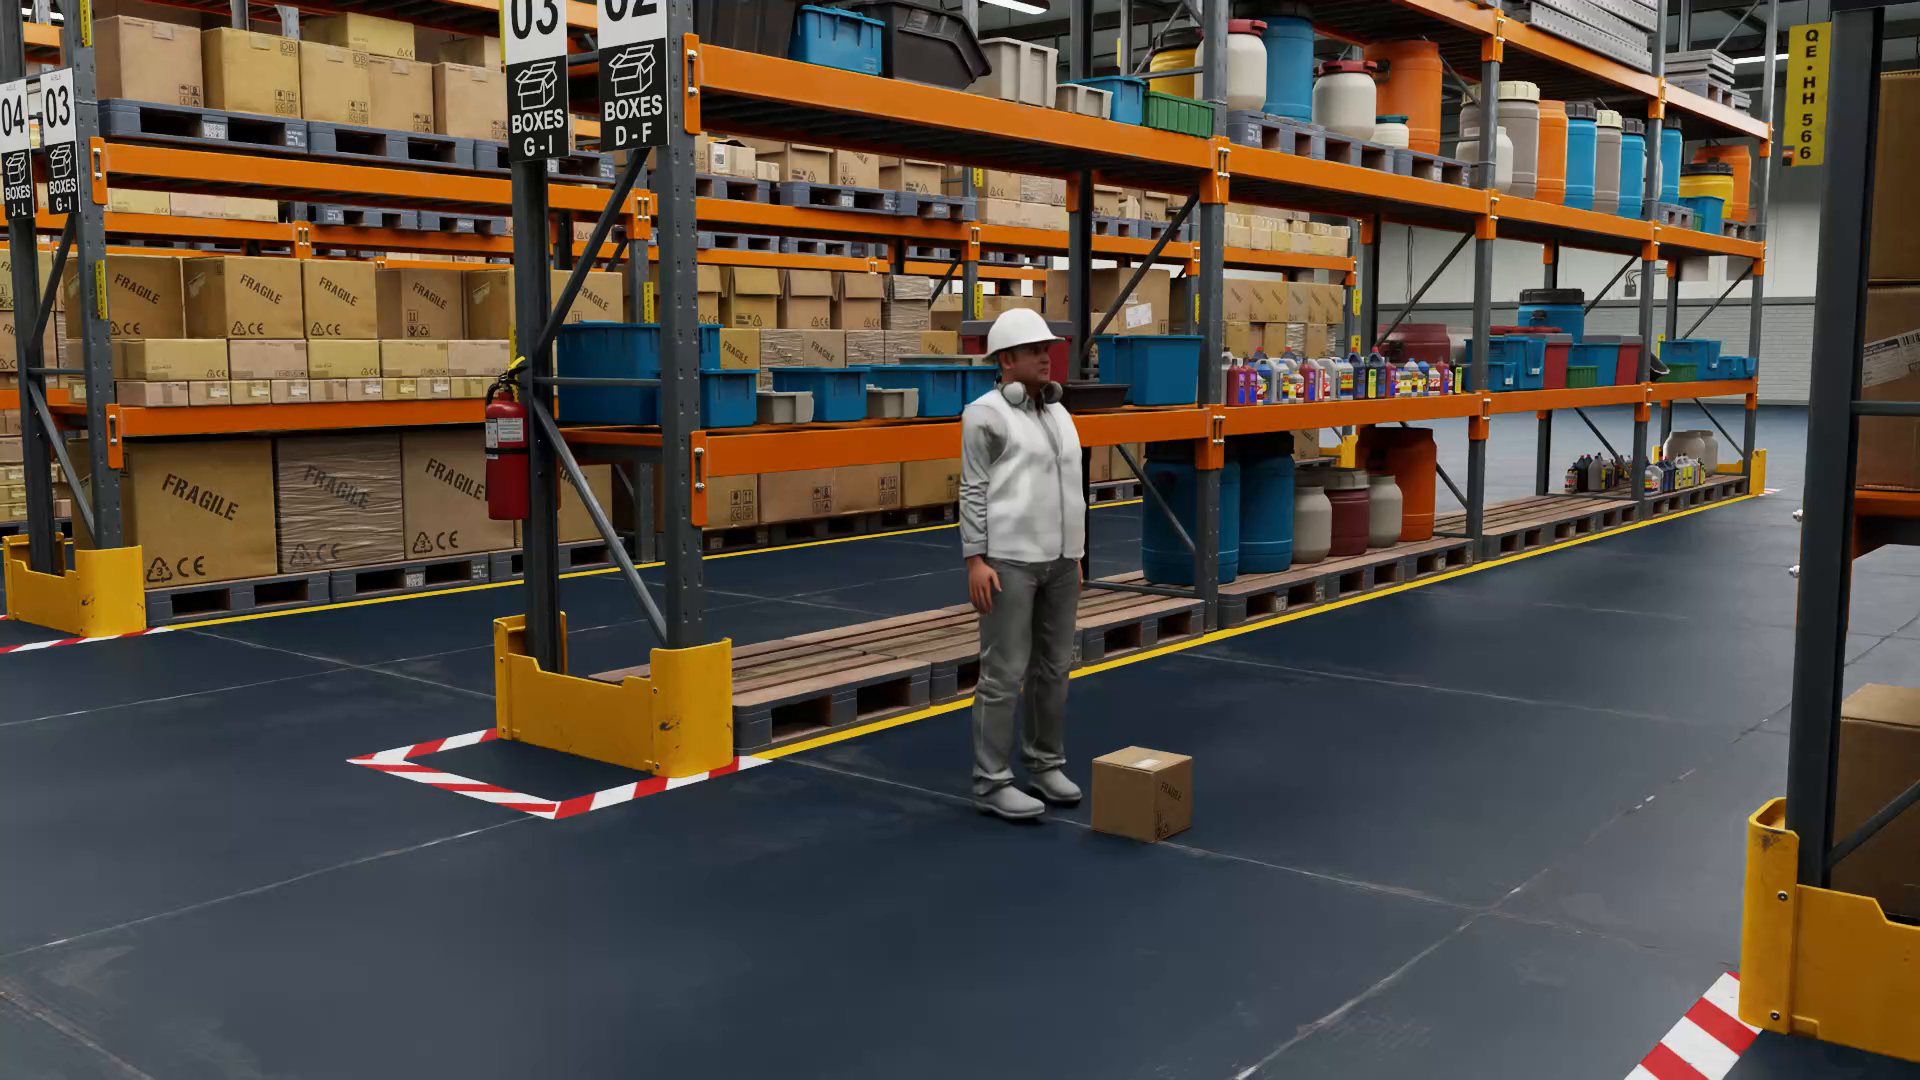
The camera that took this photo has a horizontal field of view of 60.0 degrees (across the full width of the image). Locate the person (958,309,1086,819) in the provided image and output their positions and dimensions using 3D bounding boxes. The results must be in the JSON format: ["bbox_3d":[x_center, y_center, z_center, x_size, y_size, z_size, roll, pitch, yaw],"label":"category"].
[{"bbox_3d":[0.251,0.072,5.918,0.569,1.777,0.401,-6,9,-43],"label":"person"}]
